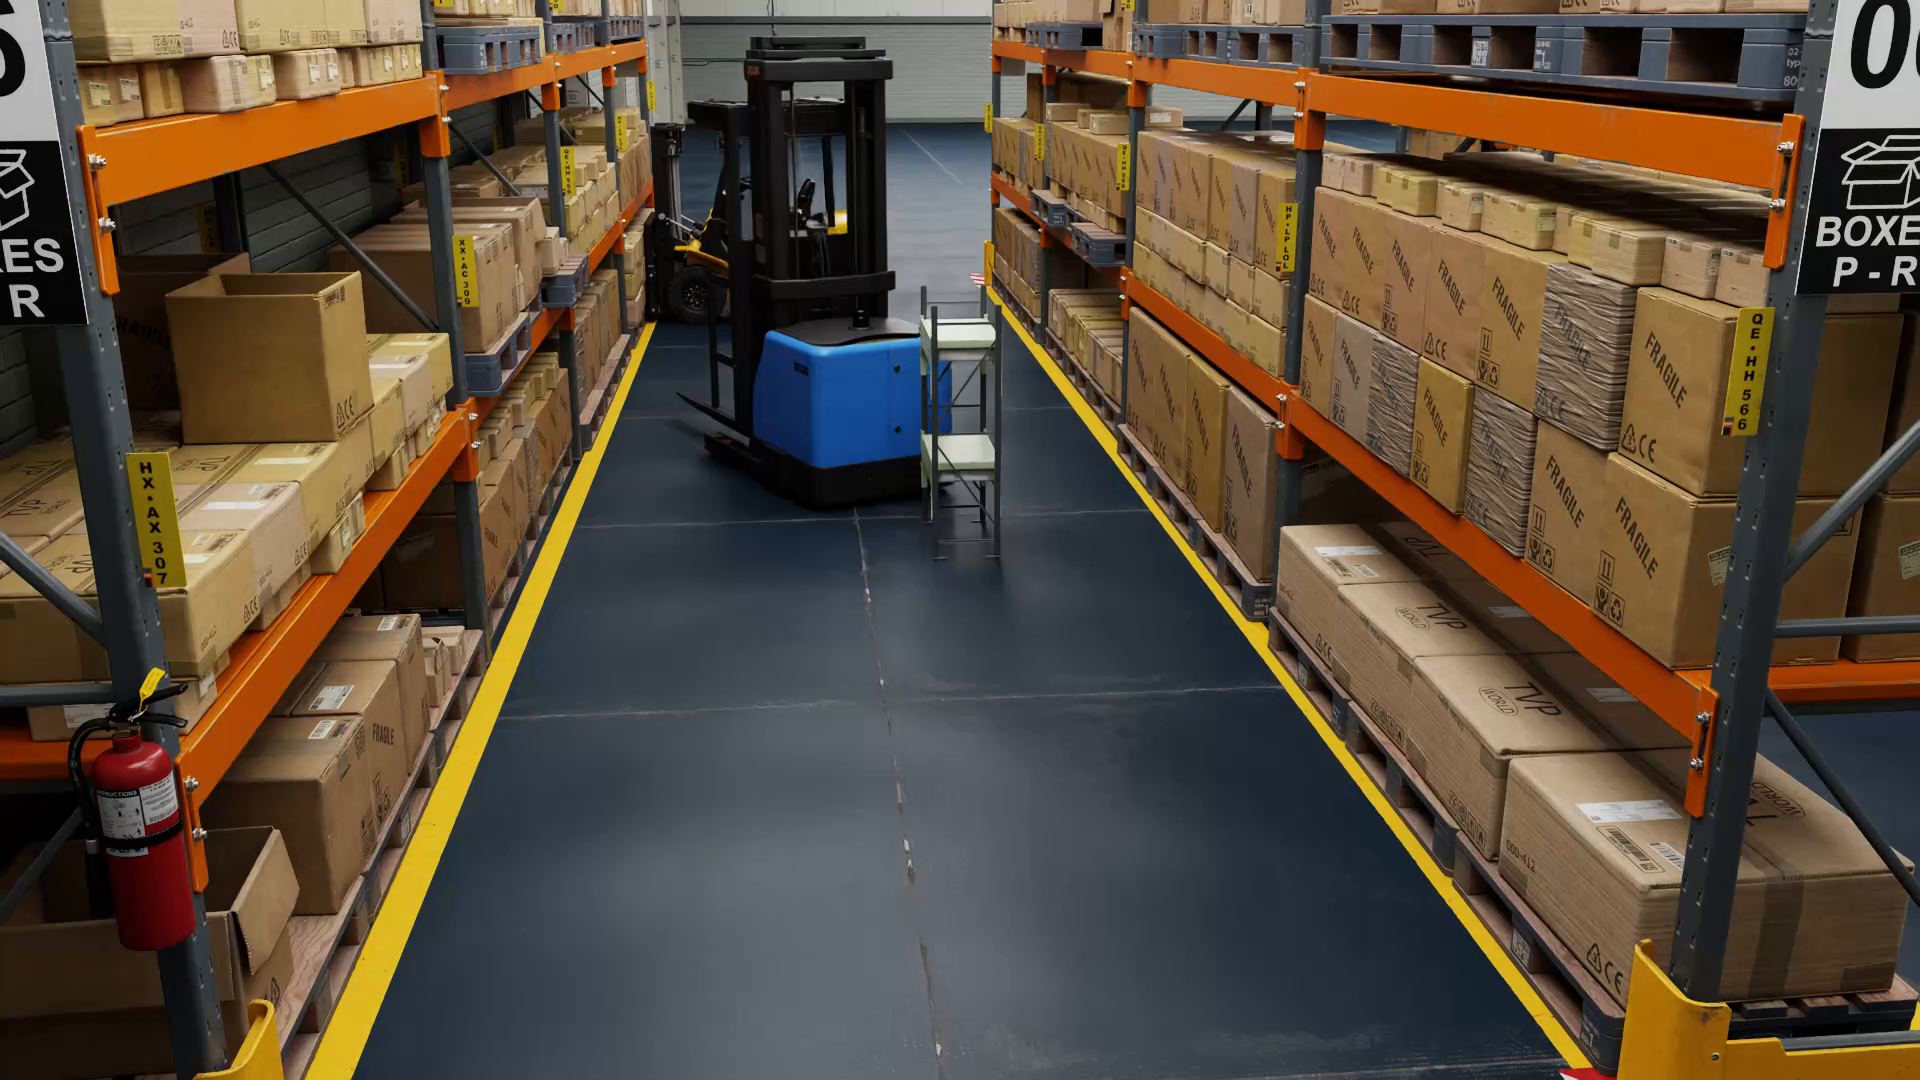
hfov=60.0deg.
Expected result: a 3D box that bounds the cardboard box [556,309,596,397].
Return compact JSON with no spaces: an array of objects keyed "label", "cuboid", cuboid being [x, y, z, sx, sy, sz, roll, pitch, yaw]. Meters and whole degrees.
[{"label":"cardboard box","cuboid":[-3.361,-1.446,13.037,0.875,0.625,0.625,-1,17,-4]}]

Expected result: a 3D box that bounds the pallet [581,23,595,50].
[{"label":"pallet","cuboid":[-3.544,-4.267,14.072,0.805,0.209,1.217,-2,18,-8]}]

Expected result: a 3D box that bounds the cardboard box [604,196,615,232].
[{"label":"cardboard box","cuboid":[-3.278,-2.826,14.421,0.500,0.250,0.500,-2,18,-6]}]

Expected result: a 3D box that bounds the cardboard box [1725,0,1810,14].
[{"label":"cardboard box","cuboid":[2.391,-1.507,4.346,0.500,0.250,0.500,-3,18,-11]}]

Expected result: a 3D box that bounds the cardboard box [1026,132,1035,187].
[{"label":"cardboard box","cuboid":[0.936,-3.811,16.646,0.500,0.500,0.500,-1,17,-4]}]

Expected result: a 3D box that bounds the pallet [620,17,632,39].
[{"label":"pallet","cuboid":[-3.884,-5.194,16.854,1.003,0.211,1.213,-2,18,-6]}]

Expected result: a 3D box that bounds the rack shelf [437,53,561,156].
[{"label":"rack shelf","cuboid":[-3.029,-2.490,9.293,1.077,0.370,4.000,-2,18,-6]}]

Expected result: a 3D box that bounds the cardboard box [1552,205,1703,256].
[{"label":"cardboard box","cuboid":[2.189,-1.009,5.464,0.380,0.149,0.250,-2,18,-6]}]

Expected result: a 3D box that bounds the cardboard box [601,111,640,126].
[{"label":"cardboard box","cuboid":[-3.614,-4.480,17.692,0.380,0.149,0.250,-1,17,-4]}]

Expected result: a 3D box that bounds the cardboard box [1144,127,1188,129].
[{"label":"cardboard box","cuboid":[1.665,-3.302,14.321,0.500,0.500,0.500,-1,17,-4]}]

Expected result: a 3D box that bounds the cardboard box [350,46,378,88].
[{"label":"cardboard box","cuboid":[-2.429,-1.792,6.290,0.380,0.149,0.250,-2,18,-6]}]

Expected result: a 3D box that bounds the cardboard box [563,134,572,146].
[{"label":"cardboard box","cuboid":[-4.014,-3.940,16.469,0.380,0.149,0.250,-1,17,-4]}]

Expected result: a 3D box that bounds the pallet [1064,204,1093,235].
[{"label":"pallet","cuboid":[1.457,-2.649,13.927,1.003,0.211,1.213,-2,18,-6]}]

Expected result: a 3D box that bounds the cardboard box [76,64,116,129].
[{"label":"cardboard box","cuboid":[-2.211,-1.028,3.854,0.380,0.149,0.250,-1,17,-4]}]

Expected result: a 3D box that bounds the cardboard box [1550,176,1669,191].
[{"label":"cardboard box","cuboid":[2.532,-1.330,6.486,0.380,0.149,0.250,-2,18,-7]}]

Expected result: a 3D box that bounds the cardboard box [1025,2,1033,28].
[{"label":"cardboard box","cuboid":[0.923,-5.119,16.221,0.500,0.250,0.500,-2,18,-7]}]

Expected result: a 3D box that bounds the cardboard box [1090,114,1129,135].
[{"label":"cardboard box","cuboid":[1.253,-3.330,13.329,0.380,0.149,0.250,-3,18,-8]}]

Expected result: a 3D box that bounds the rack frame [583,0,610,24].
[{"label":"rack frame","cuboid":[-3.647,-6.052,14.429,1.000,3.000,0.127,-2,18,-6]}]

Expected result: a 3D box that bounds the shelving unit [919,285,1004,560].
[{"label":"shelving unit","cuboid":[-0.001,-0.718,9.959,0.431,1.500,0.755,-2,18,-6]}]

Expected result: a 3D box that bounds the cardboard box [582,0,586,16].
[{"label":"cardboard box","cuboid":[-3.152,-4.201,13.093,0.380,0.149,0.250,-2,18,-6]}]

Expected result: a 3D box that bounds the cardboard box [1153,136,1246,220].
[{"label":"cardboard box","cuboid":[1.570,-2.375,10.897,0.500,0.500,0.500,-2,18,-5]}]

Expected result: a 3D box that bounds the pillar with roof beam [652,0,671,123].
[{"label":"pillar with roof beam","cuboid":[-3.078,-14.291,40.676,9.100,9.000,0.400,-2,18,-6]}]

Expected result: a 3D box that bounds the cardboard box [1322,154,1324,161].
[{"label":"cardboard box","cuboid":[2.226,-1.925,9.465,0.500,0.500,0.500,-2,18,-7]}]

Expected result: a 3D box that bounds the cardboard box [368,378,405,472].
[{"label":"cardboard box","cuboid":[-2.422,-0.434,6.306,0.500,0.250,0.500,-2,18,-6]}]

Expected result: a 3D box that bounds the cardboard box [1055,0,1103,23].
[{"label":"cardboard box","cuboid":[1.078,-4.417,13.779,0.500,0.250,0.500,-2,18,-6]}]

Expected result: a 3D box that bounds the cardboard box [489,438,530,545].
[{"label":"cardboard box","cuboid":[-2.760,-0.272,9.507,0.500,0.500,0.500,-2,18,-7]}]

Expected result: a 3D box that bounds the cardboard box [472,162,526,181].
[{"label":"cardboard box","cuboid":[-3.647,-2.902,13.164,0.380,0.149,0.250,-1,17,-4]}]

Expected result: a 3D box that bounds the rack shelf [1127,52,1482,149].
[{"label":"rack shelf","cuboid":[1.908,-2.644,9.784,1.077,0.370,4.000,-2,18,-6]}]

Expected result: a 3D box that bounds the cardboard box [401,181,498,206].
[{"label":"cardboard box","cuboid":[-3.337,-2.087,10.950,0.500,0.500,0.500,-1,17,-3]}]

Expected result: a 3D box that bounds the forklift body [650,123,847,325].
[{"label":"forklift body","cuboid":[-2.050,-3.468,17.631,2.313,2.155,1.214,-2,18,-6]}]

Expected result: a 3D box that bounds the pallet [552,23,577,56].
[{"label":"pallet","cuboid":[-3.394,-3.538,11.746,1.213,0.211,1.003,-1,17,-3]}]

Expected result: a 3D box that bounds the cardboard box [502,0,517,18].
[{"label":"cardboard box","cuboid":[-2.881,-3.220,10.001,0.380,0.149,0.250,-2,18,-6]}]

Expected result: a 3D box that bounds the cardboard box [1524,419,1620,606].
[{"label":"cardboard box","cuboid":[2.177,-0.102,5.327,0.500,0.500,0.500,-2,18,-7]}]

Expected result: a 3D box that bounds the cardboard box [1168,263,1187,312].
[{"label":"cardboard box","cuboid":[1.621,-1.618,10.573,0.500,0.250,0.500,-1,17,-4]}]

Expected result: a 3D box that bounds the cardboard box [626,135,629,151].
[{"label":"cardboard box","cuboid":[-3.453,-3.879,16.276,0.380,0.149,0.250,-1,17,-4]}]

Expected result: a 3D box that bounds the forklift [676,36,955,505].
[{"label":"forklift","cuboid":[-1.205,-2.019,11.715,1.130,2.935,3.031,-10,20,-28]}]

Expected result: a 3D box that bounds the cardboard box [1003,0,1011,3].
[{"label":"cardboard box","cuboid":[0.669,-5.887,18.001,0.380,0.149,0.250,-2,18,-6]}]

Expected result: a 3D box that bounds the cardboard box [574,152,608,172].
[{"label":"cardboard box","cuboid":[-3.215,-3.226,14.196,0.380,0.149,0.250,-2,18,-7]}]

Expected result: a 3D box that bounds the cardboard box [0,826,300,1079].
[{"label":"cardboard box","cuboid":[-2.379,1.191,4.841,0.797,0.503,0.637,-2,18,-8]}]

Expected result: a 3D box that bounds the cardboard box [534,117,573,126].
[{"label":"cardboard box","cuboid":[-4.081,-4.157,16.663,0.380,0.149,0.250,-2,18,-6]}]

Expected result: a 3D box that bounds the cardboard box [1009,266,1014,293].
[{"label":"cardboard box","cuboid":[0.799,-2.861,18.171,0.500,0.250,0.500,-1,17,-2]}]

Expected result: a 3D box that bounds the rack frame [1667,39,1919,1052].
[{"label":"rack frame","cuboid":[2.527,0.231,4.432,1.000,3.000,0.127,-2,18,-6]}]

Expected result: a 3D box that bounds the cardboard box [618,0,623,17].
[{"label":"cardboard box","cuboid":[-3.499,-5.256,16.259,0.396,0.266,0.258,-2,18,-7]}]

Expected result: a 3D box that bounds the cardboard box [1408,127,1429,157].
[{"label":"cardboard box","cuboid":[5.873,-4.681,19.829,0.875,0.550,0.550,-2,18,-6]}]

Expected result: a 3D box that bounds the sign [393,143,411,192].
[{"label":"sign","cuboid":[-3.787,-2.532,11.301,0.100,0.325,0.005,-2,18,-6]}]

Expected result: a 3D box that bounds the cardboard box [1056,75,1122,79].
[{"label":"cardboard box","cuboid":[1.346,-4.757,17.989,0.700,0.500,0.500,-2,18,-6]}]

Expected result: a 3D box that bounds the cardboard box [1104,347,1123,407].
[{"label":"cardboard box","cuboid":[1.654,-1.267,12.892,0.950,0.372,0.625,-3,18,-9]}]

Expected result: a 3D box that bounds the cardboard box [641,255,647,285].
[{"label":"cardboard box","cuboid":[-3.485,-2.770,17.048,0.500,0.250,0.500,-2,18,-6]}]

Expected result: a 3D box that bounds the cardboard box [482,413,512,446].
[{"label":"cardboard box","cuboid":[-2.792,-0.625,9.550,0.380,0.149,0.250,-1,17,-4]}]

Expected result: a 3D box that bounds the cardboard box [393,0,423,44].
[{"label":"cardboard box","cuboid":[-2.523,-2.171,6.831,0.500,0.250,0.500,-2,18,-5]}]

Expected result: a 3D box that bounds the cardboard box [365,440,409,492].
[{"label":"cardboard box","cuboid":[-2.385,-0.291,6.515,0.380,0.149,0.250,-2,18,-6]}]

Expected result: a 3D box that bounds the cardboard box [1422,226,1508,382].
[{"label":"cardboard box","cuboid":[2.060,-0.882,6.142,0.500,0.500,0.500,-2,18,-6]}]

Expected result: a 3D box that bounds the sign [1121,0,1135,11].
[{"label":"sign","cuboid":[1.162,-3.814,11.446,0.100,0.325,0.005,-2,18,-6]}]

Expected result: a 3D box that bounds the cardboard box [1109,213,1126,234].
[{"label":"cardboard box","cuboid":[1.334,-2.401,12.534,0.380,0.149,0.250,-2,17,-5]}]

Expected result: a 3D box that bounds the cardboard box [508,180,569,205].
[{"label":"cardboard box","cuboid":[-2.975,-2.459,11.751,0.380,0.149,0.250,-1,17,-4]}]
